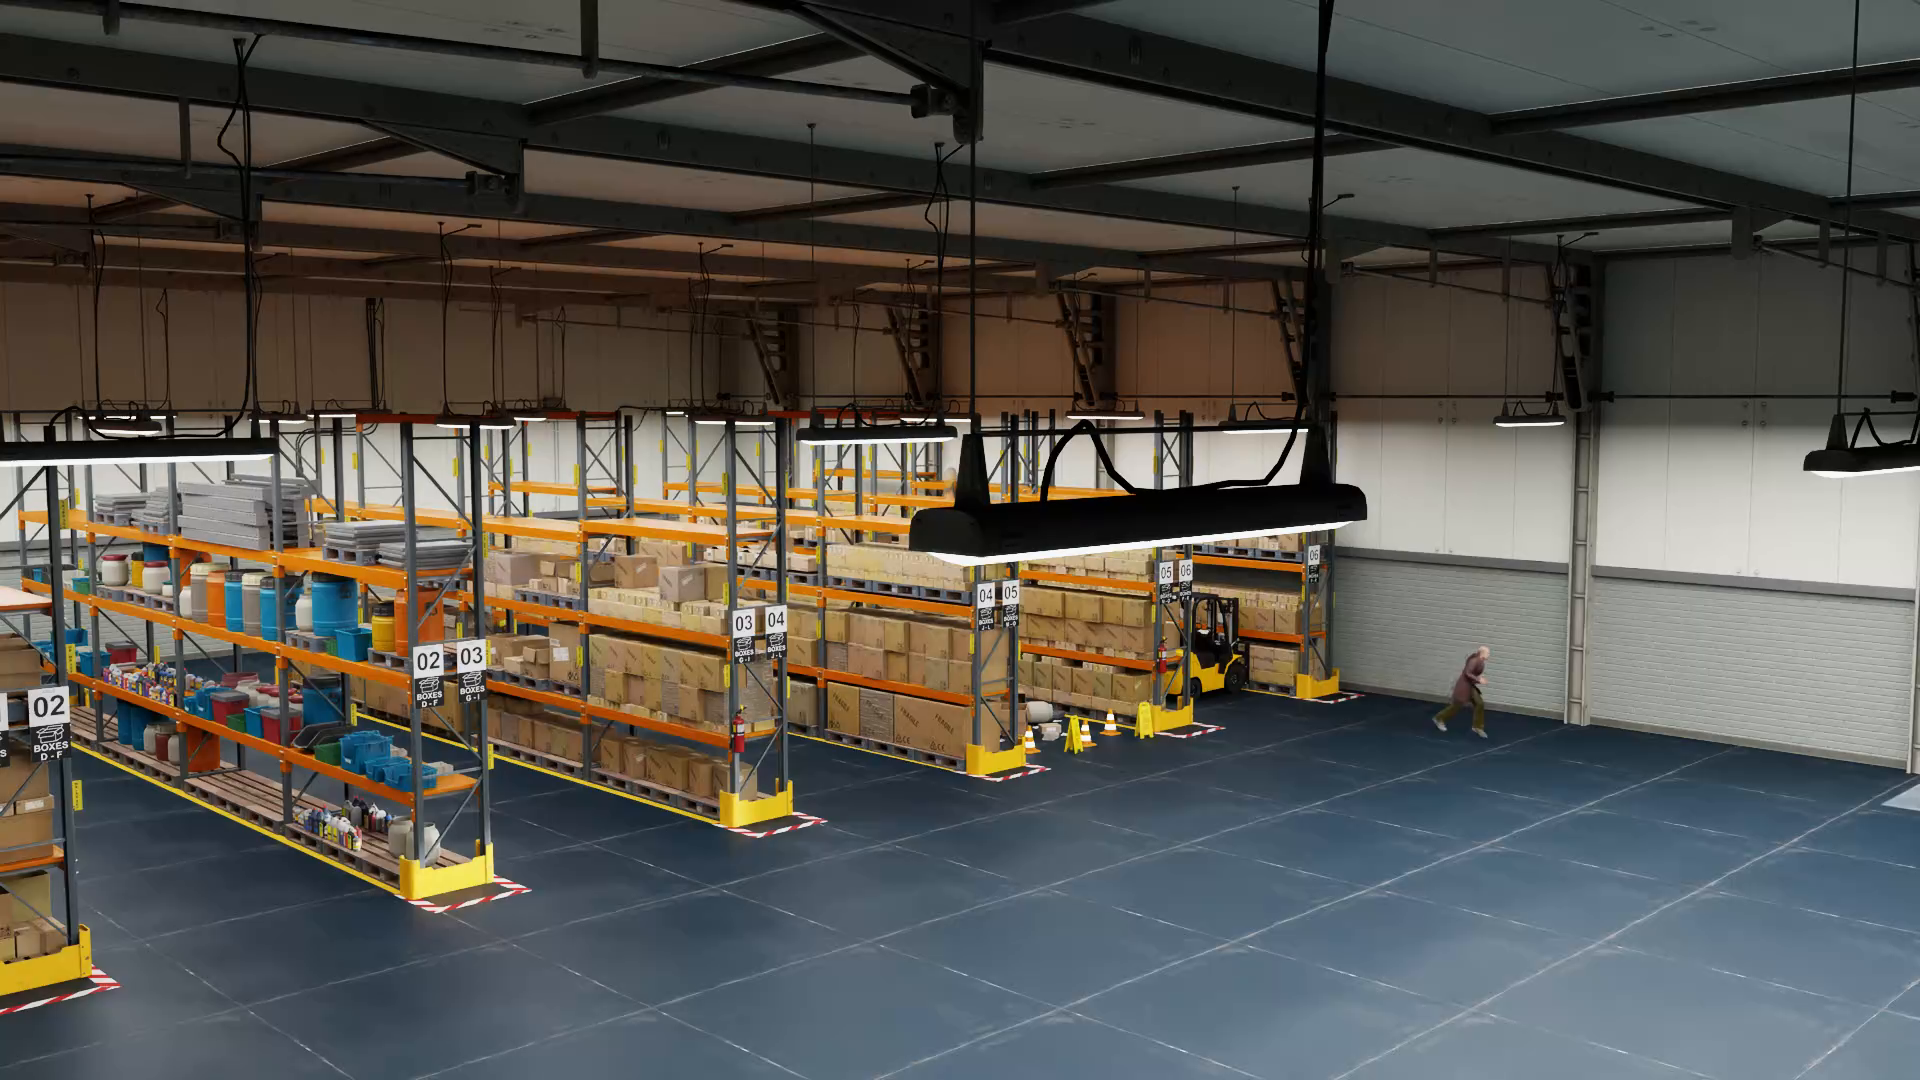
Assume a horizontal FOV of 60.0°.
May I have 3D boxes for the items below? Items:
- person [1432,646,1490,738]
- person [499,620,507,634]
[{"bbox_3d":[9.365,2.814,31.054,1.071,1.743,0.755,3,6,28],"label":"person"},{"bbox_3d":[-9.189,2.503,33.667,0.912,1.788,0.689,4,6,35],"label":"person"}]
